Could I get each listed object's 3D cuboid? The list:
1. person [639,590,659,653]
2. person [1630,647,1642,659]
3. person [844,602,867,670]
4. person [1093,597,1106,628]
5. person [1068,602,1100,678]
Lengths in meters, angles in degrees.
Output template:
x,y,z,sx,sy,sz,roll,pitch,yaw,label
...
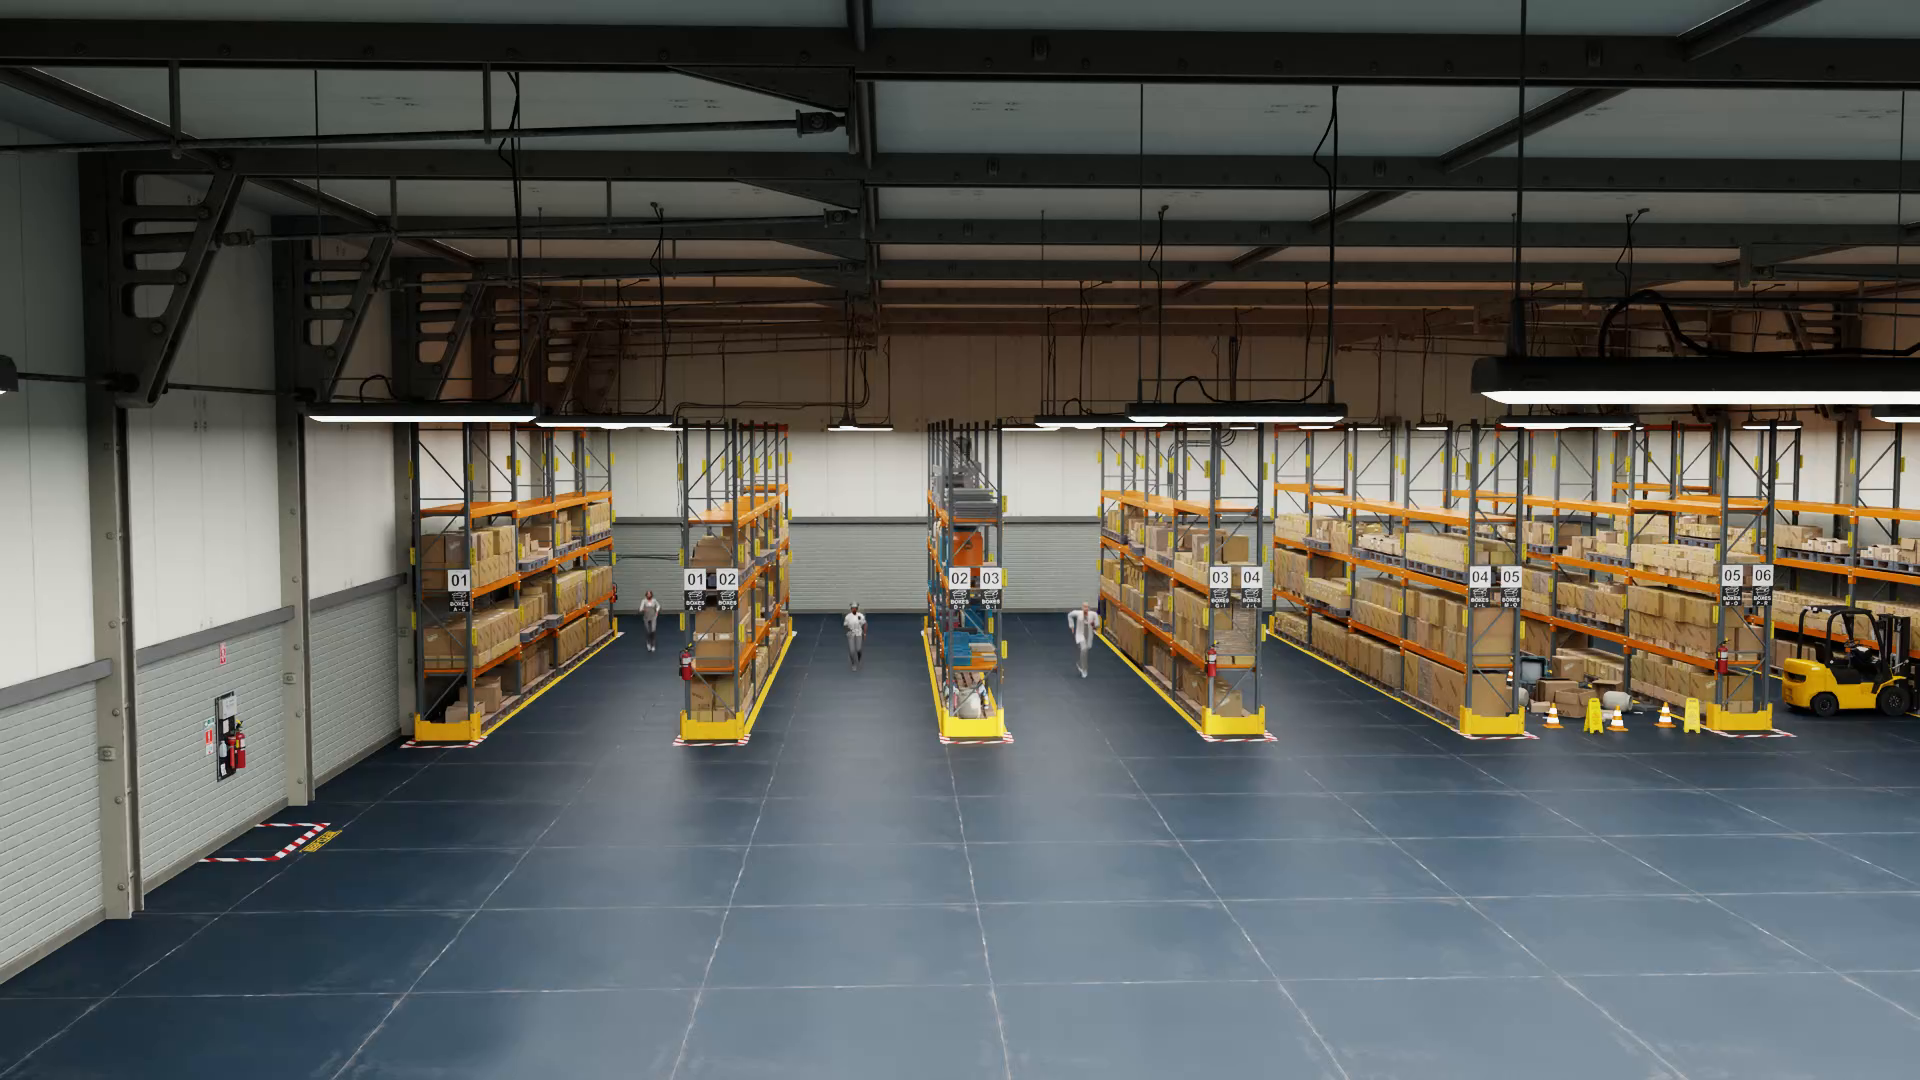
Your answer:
x,y,z,sx,sy,sz,roll,pitch,yaw,label
-8.148,2.120,43.633,0.525,1.635,0.730,-1,4,-11,person
16.430,2.283,40.454,0.708,1.765,0.824,-1,4,-11,person
-2.522,2.324,40.106,0.561,1.662,0.562,0,4,-2,person
4.250,1.820,48.729,1.027,1.572,0.557,0,4,5,person
2.918,2.339,39.378,0.683,1.795,1.036,-1,4,-13,person
